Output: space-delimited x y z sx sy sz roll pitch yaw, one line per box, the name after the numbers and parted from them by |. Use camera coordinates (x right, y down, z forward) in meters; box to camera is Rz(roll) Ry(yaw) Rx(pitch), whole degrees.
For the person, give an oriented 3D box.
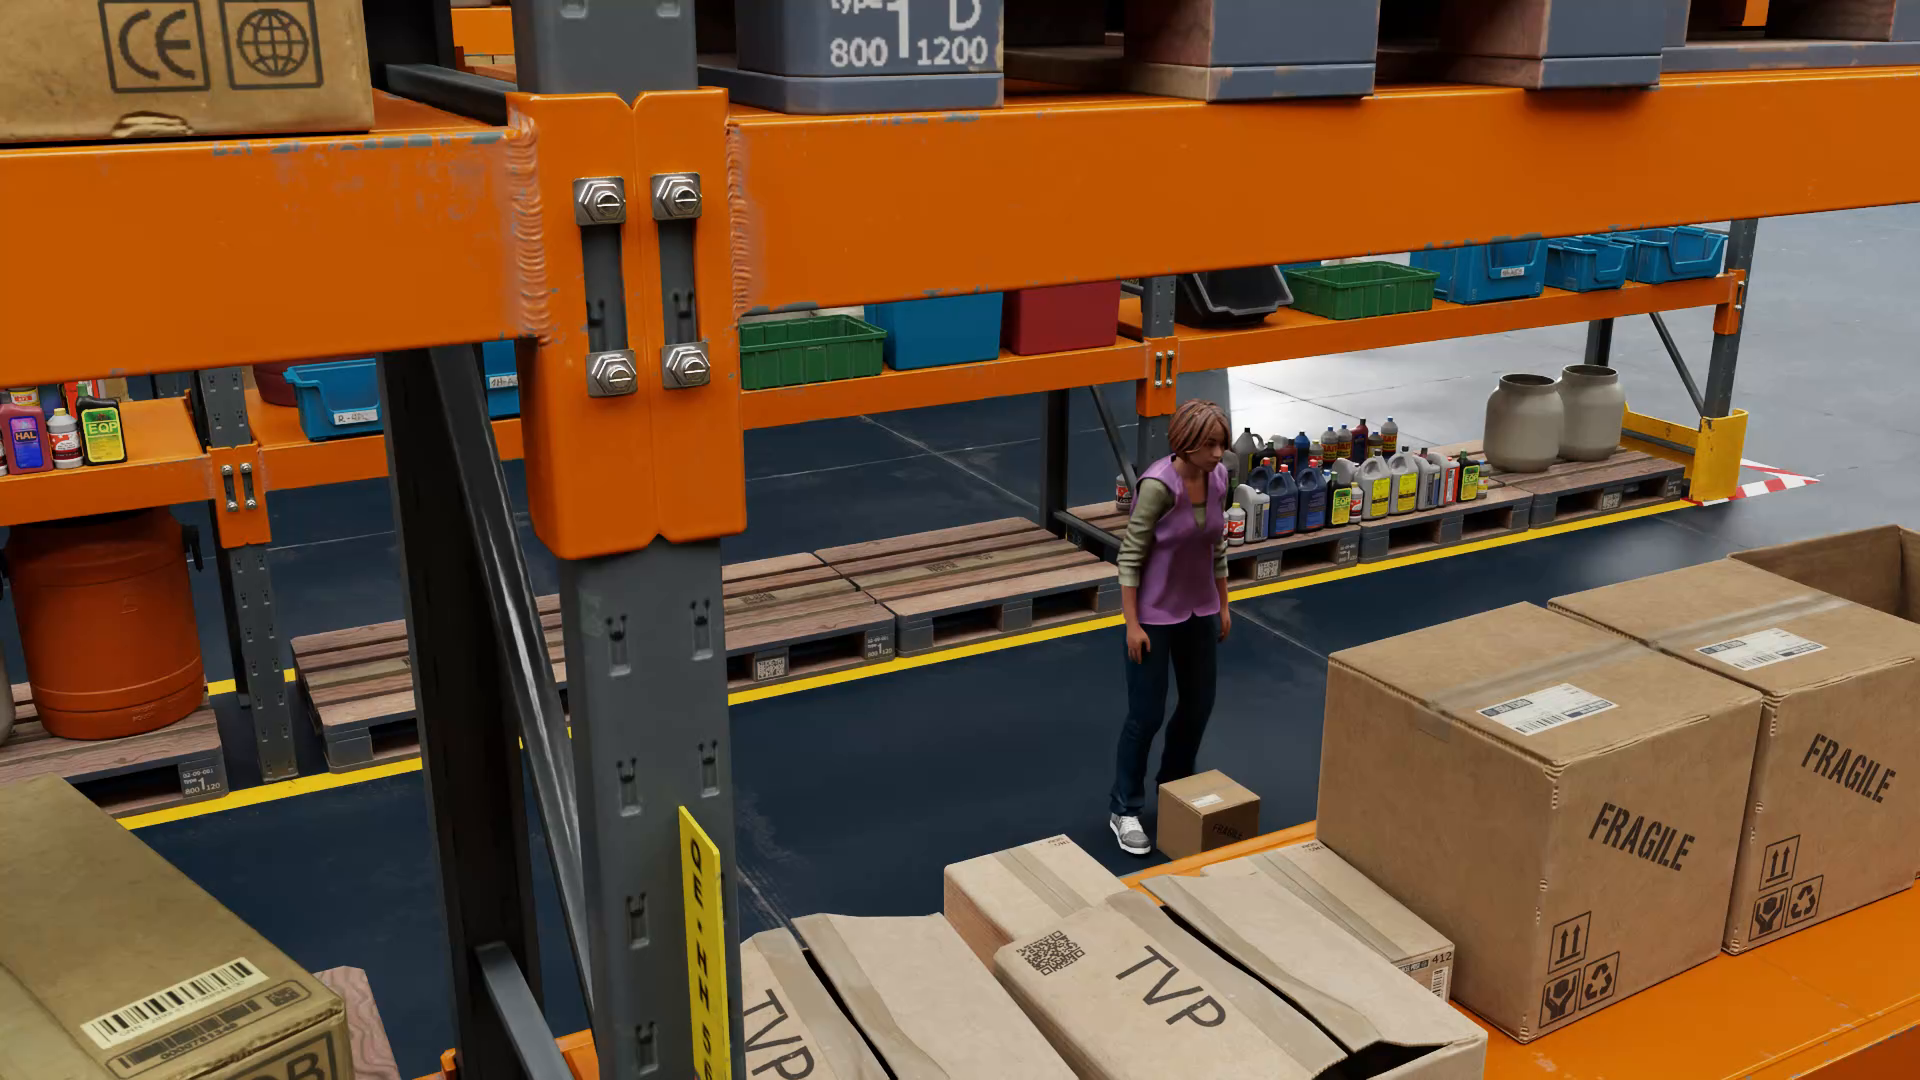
0.739 0.279 5.757 0.484 1.592 0.346 -11 22 -30 | person
